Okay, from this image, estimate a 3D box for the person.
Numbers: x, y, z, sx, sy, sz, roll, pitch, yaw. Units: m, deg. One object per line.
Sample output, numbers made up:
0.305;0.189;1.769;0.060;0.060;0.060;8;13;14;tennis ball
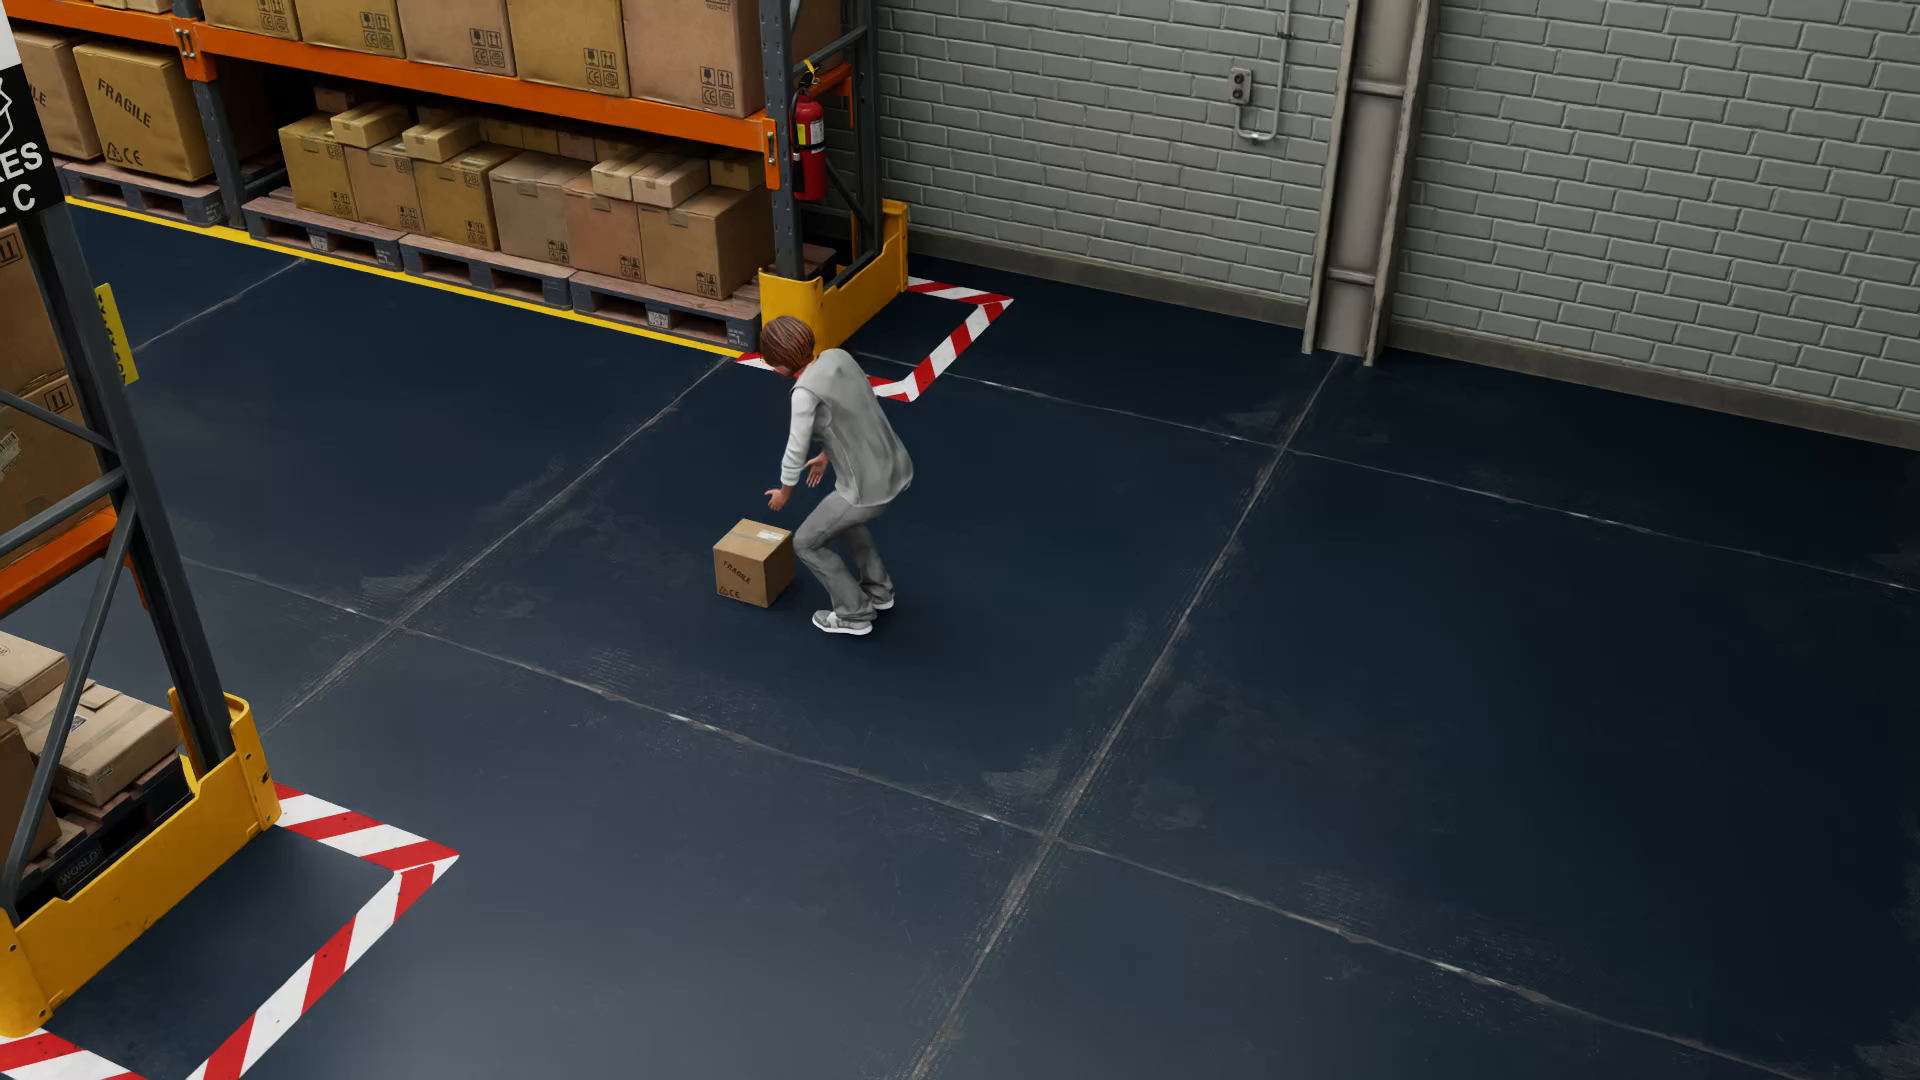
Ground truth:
-0.499;-0.231;6.710;0.602;1.361;0.460;15;37;21;person
